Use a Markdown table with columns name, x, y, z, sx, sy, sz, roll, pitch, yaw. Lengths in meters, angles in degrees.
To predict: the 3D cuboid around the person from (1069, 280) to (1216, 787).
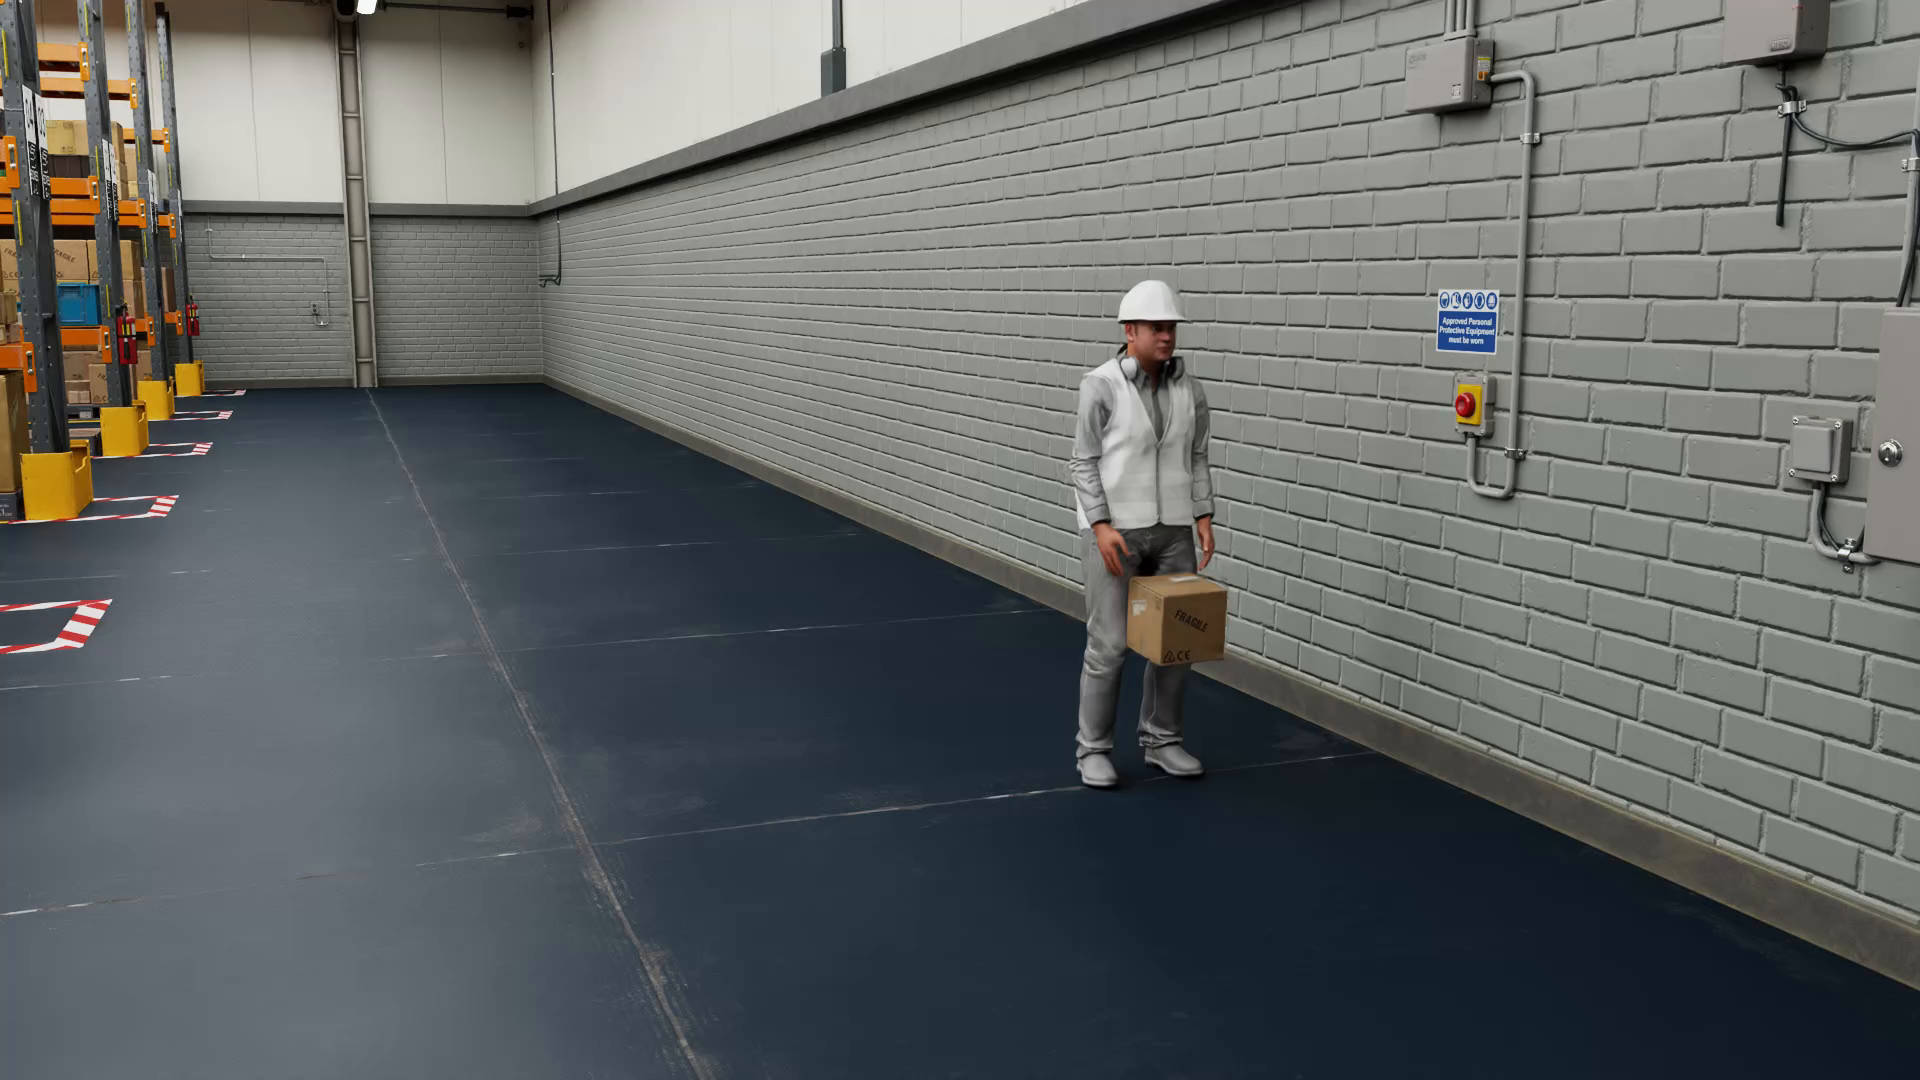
| name | x | y | z | sx | sy | sz | roll | pitch | yaw |
| --- | --- | --- | --- | --- | --- | --- | --- | --- | --- |
| person | 0.648 | -0.034 | 5.972 | 0.555 | 1.777 | 0.423 | -4 | 10 | -22 |
